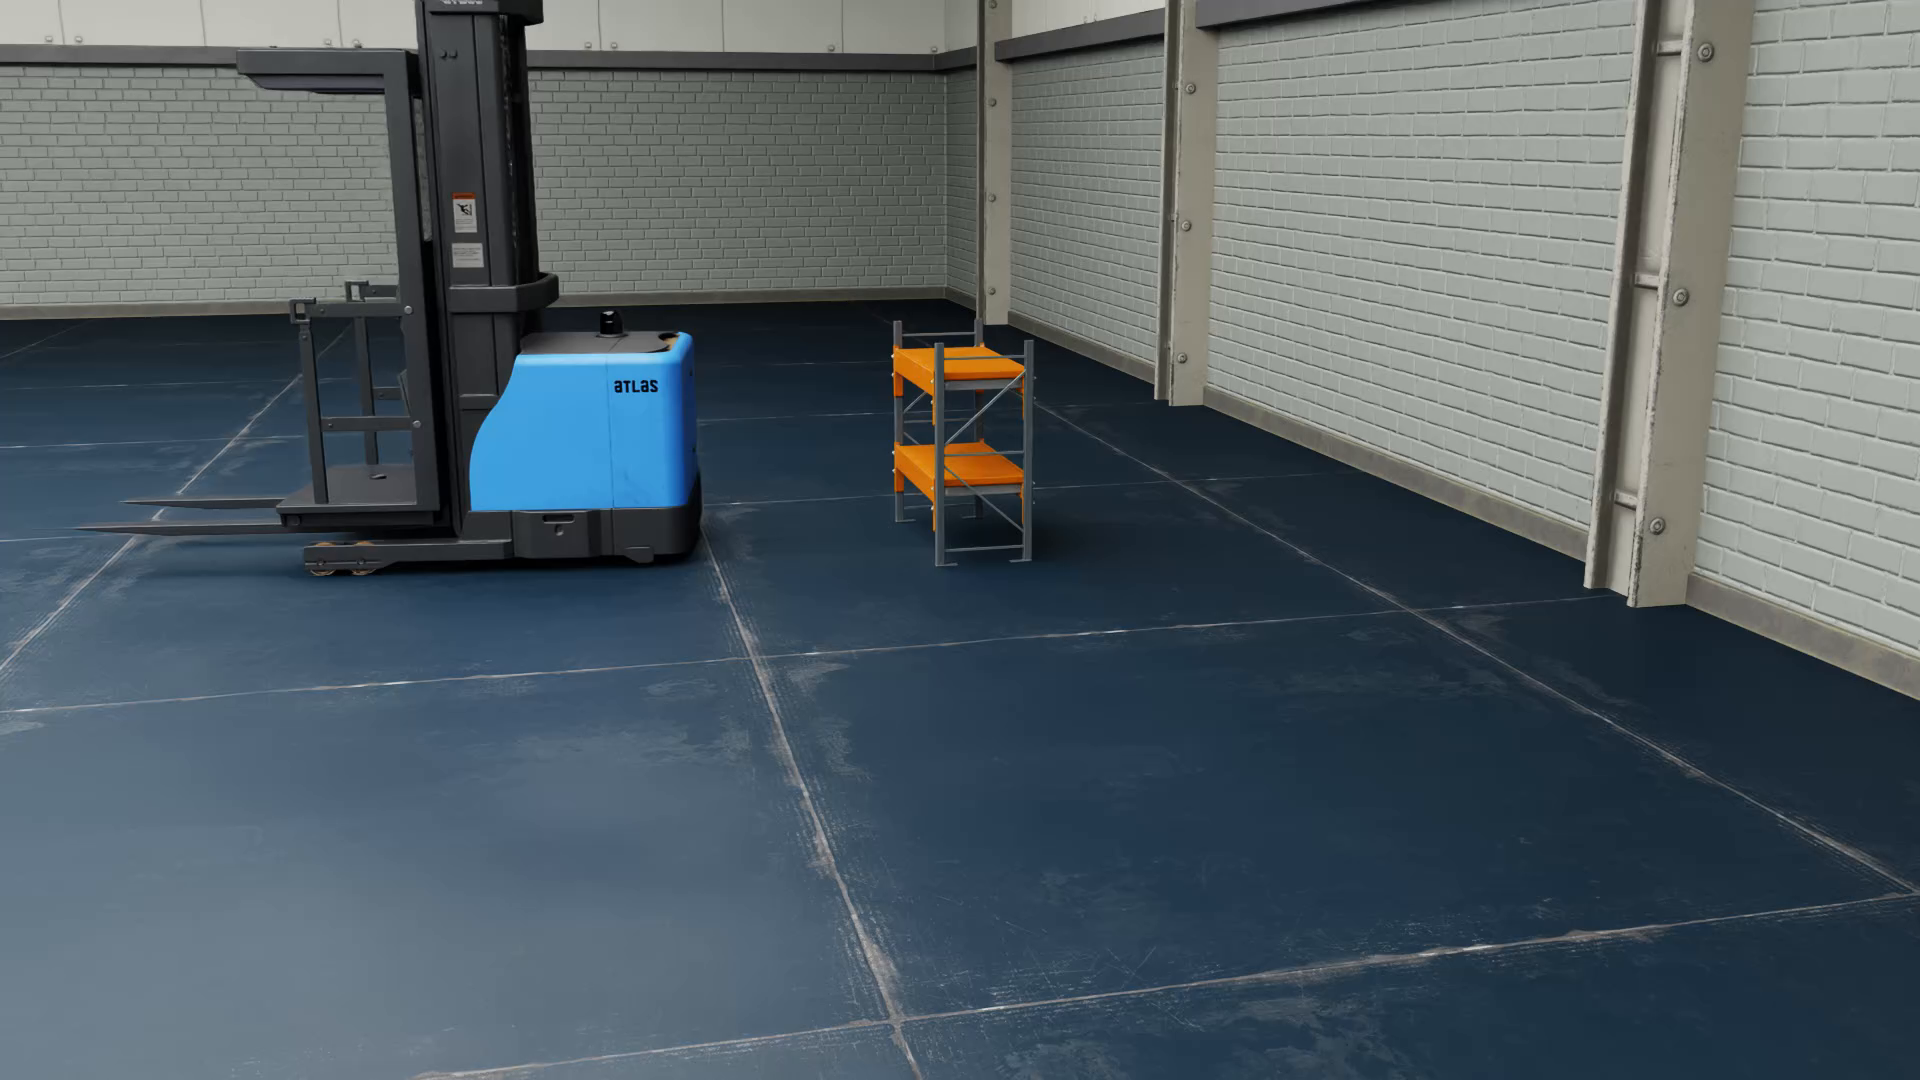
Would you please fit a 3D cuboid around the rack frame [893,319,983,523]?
[{"bbox_3d":[-0.118,-0.662,9.267,0.500,1.125,0.032,-3,14,-13],"label":"rack frame"}]

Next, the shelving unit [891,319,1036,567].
[{"bbox_3d":[0.002,-0.545,8.787,0.538,1.125,1.048,-3,14,-13],"label":"shelving unit"}]

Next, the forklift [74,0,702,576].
[{"bbox_3d":[-2.907,-1.376,8.385,3.031,2.935,1.130,-1,14,-5],"label":"forklift"}]

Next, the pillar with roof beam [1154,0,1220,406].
[{"bbox_3d":[-2.391,-5.259,11.491,9.100,9.000,0.400,-3,14,-13],"label":"pillar with roof beam"}]

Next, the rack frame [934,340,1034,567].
[{"bbox_3d":[0.121,-0.428,8.307,0.500,1.125,0.032,-3,14,-13],"label":"rack frame"}]

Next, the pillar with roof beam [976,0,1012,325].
[{"bbox_3d":[-3.800,-6.643,17.156,9.100,9.000,0.400,-3,14,-13],"label":"pillar with roof beam"}]

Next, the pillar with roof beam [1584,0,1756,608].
[{"bbox_3d":[-0.982,-3.874,5.825,9.100,9.000,0.400,-3,14,-13],"label":"pillar with roof beam"}]

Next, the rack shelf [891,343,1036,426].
[{"bbox_3d":[0.002,-0.829,8.718,0.538,0.278,1.000,-3,14,-13],"label":"rack shelf"}]

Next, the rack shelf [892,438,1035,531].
[{"bbox_3d":[0.002,-0.307,8.845,0.538,0.278,1.000,-3,14,-13],"label":"rack shelf"}]
